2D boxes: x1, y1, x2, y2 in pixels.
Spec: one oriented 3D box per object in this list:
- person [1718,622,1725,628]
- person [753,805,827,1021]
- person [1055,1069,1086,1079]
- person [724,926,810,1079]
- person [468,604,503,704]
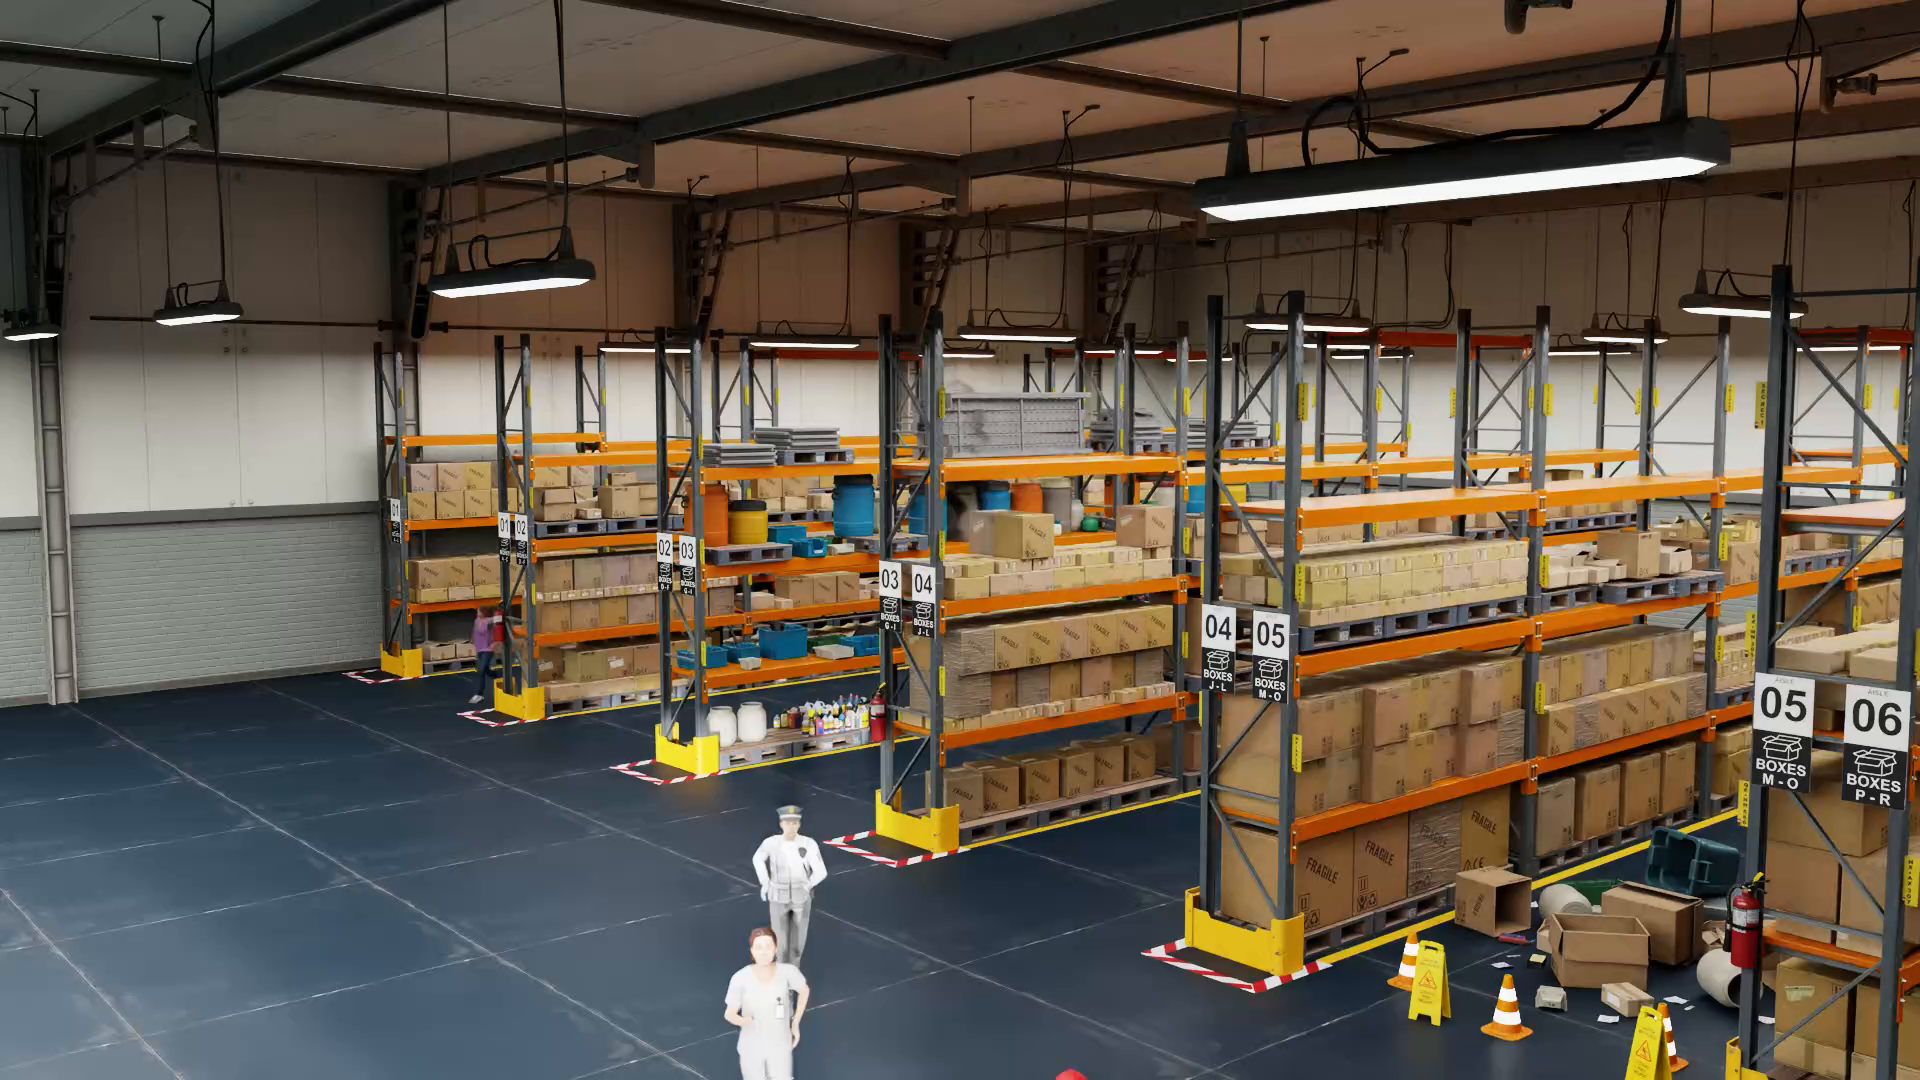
[{"bbox_3d":[11.444,2.064,25.076,0.810,1.669,0.599,-4,6,-37],"label":"person"},{"bbox_3d":[-1.422,3.049,13.958,0.616,1.708,0.890,-1,5,-8],"label":"person"},{"bbox_3d":[0.563,3.532,8.236,0.635,1.809,0.681,0,5,5],"label":"person"},{"bbox_3d":[-1.252,3.355,10.799,0.544,1.708,0.691,0,5,-4],"label":"person"},{"bbox_3d":[-7.830,1.845,27.453,0.580,1.598,0.875,4,6,35],"label":"person"}]
